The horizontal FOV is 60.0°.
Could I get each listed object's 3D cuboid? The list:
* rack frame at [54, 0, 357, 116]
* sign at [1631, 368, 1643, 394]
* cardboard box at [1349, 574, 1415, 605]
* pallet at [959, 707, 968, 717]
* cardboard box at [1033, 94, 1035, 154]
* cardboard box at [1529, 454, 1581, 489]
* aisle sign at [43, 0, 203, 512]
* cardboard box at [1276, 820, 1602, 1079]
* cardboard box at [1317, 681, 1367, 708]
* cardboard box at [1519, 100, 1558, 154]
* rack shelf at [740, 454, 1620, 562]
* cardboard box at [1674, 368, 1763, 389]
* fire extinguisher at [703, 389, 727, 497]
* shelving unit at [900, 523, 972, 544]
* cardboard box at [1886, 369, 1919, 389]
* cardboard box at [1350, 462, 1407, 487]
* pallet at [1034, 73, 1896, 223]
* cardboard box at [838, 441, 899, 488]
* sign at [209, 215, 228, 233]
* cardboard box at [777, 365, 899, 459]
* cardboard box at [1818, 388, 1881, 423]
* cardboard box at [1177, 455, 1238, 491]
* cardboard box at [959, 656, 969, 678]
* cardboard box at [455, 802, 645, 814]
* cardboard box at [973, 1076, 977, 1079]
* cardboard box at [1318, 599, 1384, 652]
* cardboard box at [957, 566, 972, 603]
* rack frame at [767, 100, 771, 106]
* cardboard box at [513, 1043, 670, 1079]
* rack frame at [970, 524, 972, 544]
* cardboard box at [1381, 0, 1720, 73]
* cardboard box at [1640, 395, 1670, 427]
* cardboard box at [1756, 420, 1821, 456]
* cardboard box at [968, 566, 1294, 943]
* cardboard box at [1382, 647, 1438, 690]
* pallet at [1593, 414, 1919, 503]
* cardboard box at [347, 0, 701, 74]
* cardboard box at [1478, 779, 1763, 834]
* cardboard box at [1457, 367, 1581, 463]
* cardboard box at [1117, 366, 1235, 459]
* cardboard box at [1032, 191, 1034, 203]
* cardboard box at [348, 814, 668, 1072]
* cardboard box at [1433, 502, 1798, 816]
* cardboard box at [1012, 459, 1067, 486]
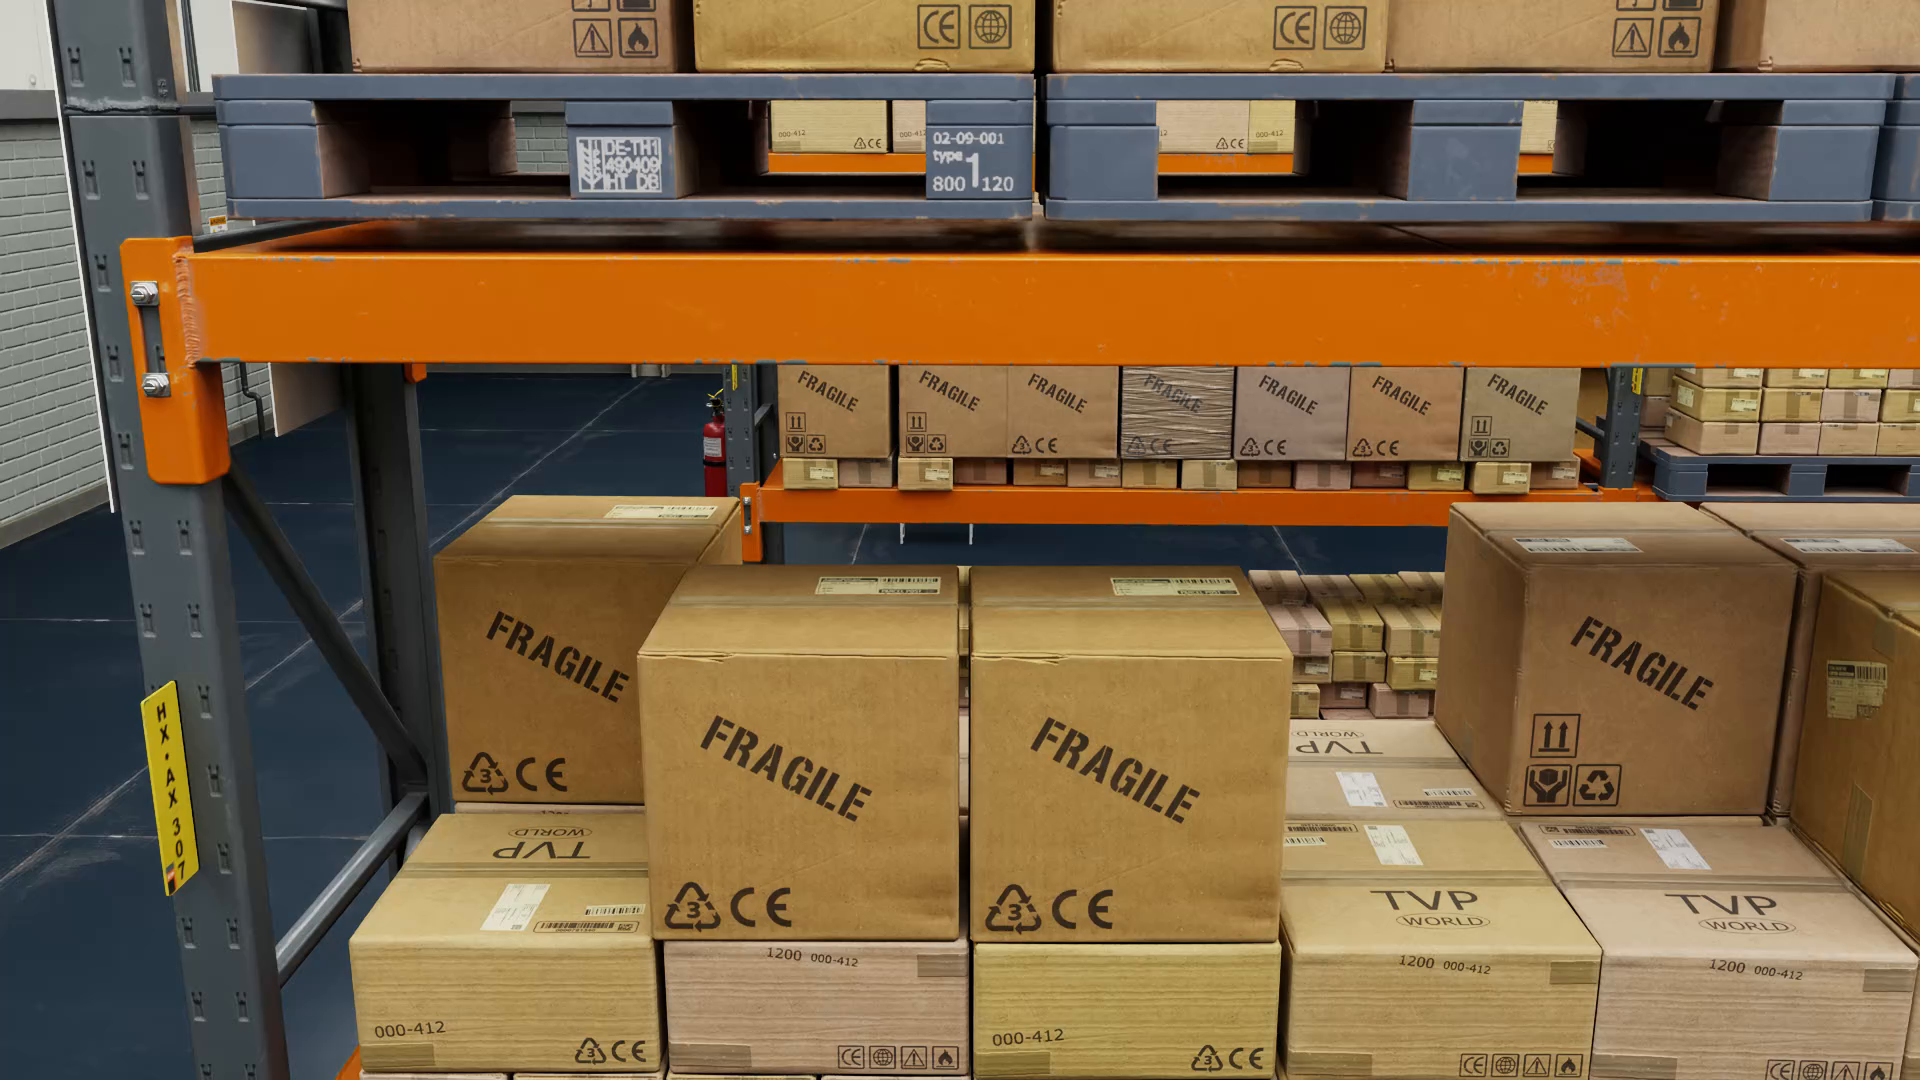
[{"bbox_3d":[-1.225,-2.193,2.514,0.127,3.000,1.000,0,15,1],"label":"rack frame"},{"bbox_3d":[2.996,-0.811,7.337,0.005,0.325,0.100,0,15,1],"label":"sign"},{"bbox_3d":[2.135,0.296,8.438,0.250,0.149,0.380,0,15,1],"label":"cardboard box"},{"bbox_3d":[-0.110,0.806,8.370,1.213,0.211,1.003,0,15,1],"label":"pallet"},{"bbox_3d":[0.487,-1.862,7.432,0.500,0.250,0.500,0,15,0],"label":"cardboard box"},{"bbox_3d":[2.710,-0.352,7.785,0.250,0.149,0.380,0,15,1],"label":"cardboard box"},{"bbox_3d":[-1.304,-0.474,2.659,0.004,0.787,0.394,0,15,1],"label":"aisle sign"},{"bbox_3d":[0.792,0.716,2.957,0.500,0.250,0.500,0,15,0],"label":"cardboard box"},{"bbox_3d":[1.818,0.688,8.118,0.250,0.149,0.380,0,15,0],"label":"cardboard box"},{"bbox_3d":[2.504,-1.843,7.359,0.500,0.250,0.500,1,15,3],"label":"cardboard box"},{"bbox_3d":[1.003,-0.196,8.113,4.000,0.370,1.077,0,15,1],"label":"rack shelf"},{"bbox_3d":[3.384,-0.780,7.420,0.250,0.149,0.380,1,15,4],"label":"cardboard box"},{"bbox_3d":[-1.237,-0.459,8.580,0.183,0.674,0.296,0,15,1],"label":"fire extinguisher"},{"bbox_3d":[-0.165,-0.581,11.691,0.503,1.200,0.258,0,15,1],"label":"shelving unit"},{"bbox_3d":[4.169,-0.775,7.402,0.250,0.149,0.380,0,15,1],"label":"cardboard box"},{"bbox_3d":[1.929,-0.362,7.823,0.250,0.149,0.380,0,15,0],"label":"cardboard box"},{"bbox_3d":[0.740,-0.691,2.872,1.213,0.211,1.003,0,15,1],"label":"pallet"},{"bbox_3d":[-0.426,-0.359,7.812,0.250,0.149,0.380,1,15,3],"label":"cardboard box"},{"bbox_3d":[-6.618,-2.772,14.848,0.001,0.242,0.339,0,15,1],"label":"sign"},{"bbox_3d":[-0.555,-0.676,7.742,0.500,0.500,0.500,1,15,4],"label":"cardboard box"},{"bbox_3d":[3.901,-0.634,7.448,0.250,0.149,0.380,1,15,3],"label":"cardboard box"},{"bbox_3d":[1.146,-0.343,7.754,0.250,0.149,0.380,1,15,3],"label":"cardboard box"},{"bbox_3d":[0.040,0.539,8.100,0.250,0.149,0.380,1,15,2],"label":"cardboard box"},{"bbox_3d":[-0.733,0.572,3.505,0.500,0.250,0.500,0,15,1],"label":"cardboard box"},{"bbox_3d":[0.149,0.922,2.960,0.250,0.149,0.380,0,15,0],"label":"cardboard box"},{"bbox_3d":[1.877,0.408,8.012,0.250,0.149,0.380,1,15,3],"label":"cardboard box"},{"bbox_3d":[0.051,0.255,8.591,0.250,0.149,0.380,0,15,0],"label":"cardboard box"},{"bbox_3d":[-0.997,-3.458,7.305,0.127,3.000,1.000,0,15,1],"label":"rack frame"},{"bbox_3d":[-0.622,0.917,2.978,0.250,0.149,0.380,0,15,1],"label":"cardboard box"},{"bbox_3d":[0.078,-0.580,11.685,0.015,1.200,0.240,0,15,1],"label":"rack frame"},{"bbox_3d":[0.934,-1.051,2.847,0.500,0.500,0.700,1,15,4],"label":"cardboard box"},{"bbox_3d":[3.404,-0.660,8.132,0.250,0.149,0.380,0,15,0],"label":"cardboard box"},{"bbox_3d":[3.661,-0.492,7.495,0.250,0.149,0.380,1,15,2],"label":"cardboard box"},{"bbox_3d":[0.266,0.351,2.872,0.500,0.500,0.500,0,15,0],"label":"cardboard box"},{"bbox_3d":[2.140,0.584,7.929,0.250,0.149,0.380,0,15,-1],"label":"cardboard box"},{"bbox_3d":[3.762,-0.396,7.837,1.213,0.211,1.003,0,15,1],"label":"pallet"},{"bbox_3d":[-0.703,-1.053,2.856,0.500,0.500,0.700,-1,15,-2],"label":"cardboard box"},{"bbox_3d":[1.296,0.586,3.451,0.500,0.250,0.500,1,15,3],"label":"cardboard box"},{"bbox_3d":[2.511,-0.654,7.660,0.500,0.500,0.500,0,15,2],"label":"cardboard box"},{"bbox_3d":[0.980,-0.670,7.722,0.500,0.500,0.500,0,15,0],"label":"cardboard box"},{"bbox_3d":[0.425,-2.593,12.359,0.250,0.149,0.380,1,15,2],"label":"cardboard box"},{"bbox_3d":[-0.752,0.708,2.987,0.500,0.250,0.500,0,15,0],"label":"cardboard box"},{"bbox_3d":[1.290,0.224,3.353,0.500,0.500,0.500,0,15,0],"label":"cardboard box"},{"bbox_3d":[0.375,-0.368,7.849,0.250,0.149,0.380,0,15,1],"label":"cardboard box"}]
